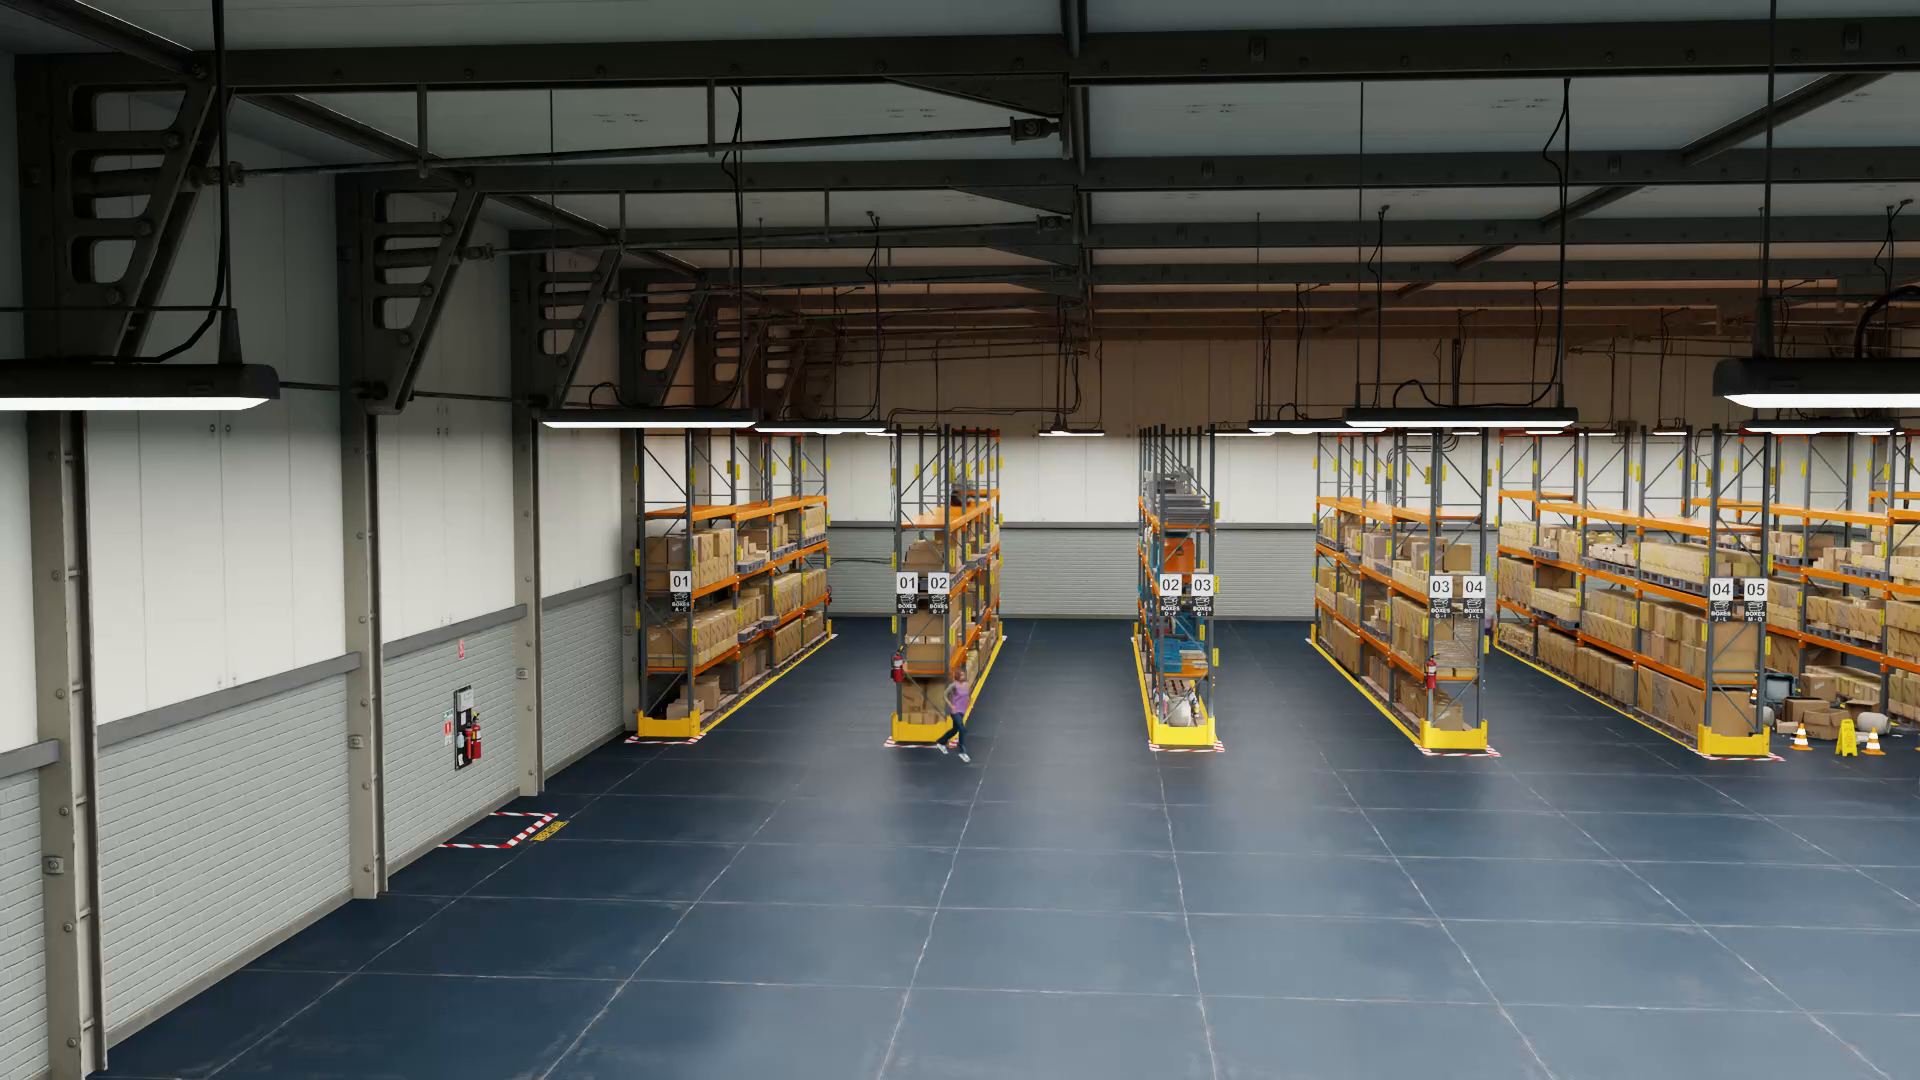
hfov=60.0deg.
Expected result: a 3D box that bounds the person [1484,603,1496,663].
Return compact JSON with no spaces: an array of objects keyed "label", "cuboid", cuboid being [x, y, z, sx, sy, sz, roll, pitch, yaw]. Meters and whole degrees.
[{"label":"person","cuboid":[13.268,2.365,42.083,0.616,1.610,0.508,1,4,11]}]

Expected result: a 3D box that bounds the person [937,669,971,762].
[{"label":"person","cuboid":[-0.072,3.107,29.715,0.779,1.628,0.538,3,4,36]}]

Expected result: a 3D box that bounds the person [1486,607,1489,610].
[{"label":"person","cuboid":[13.463,2.284,43.318,0.606,1.677,1.012,0,3,1]}]
